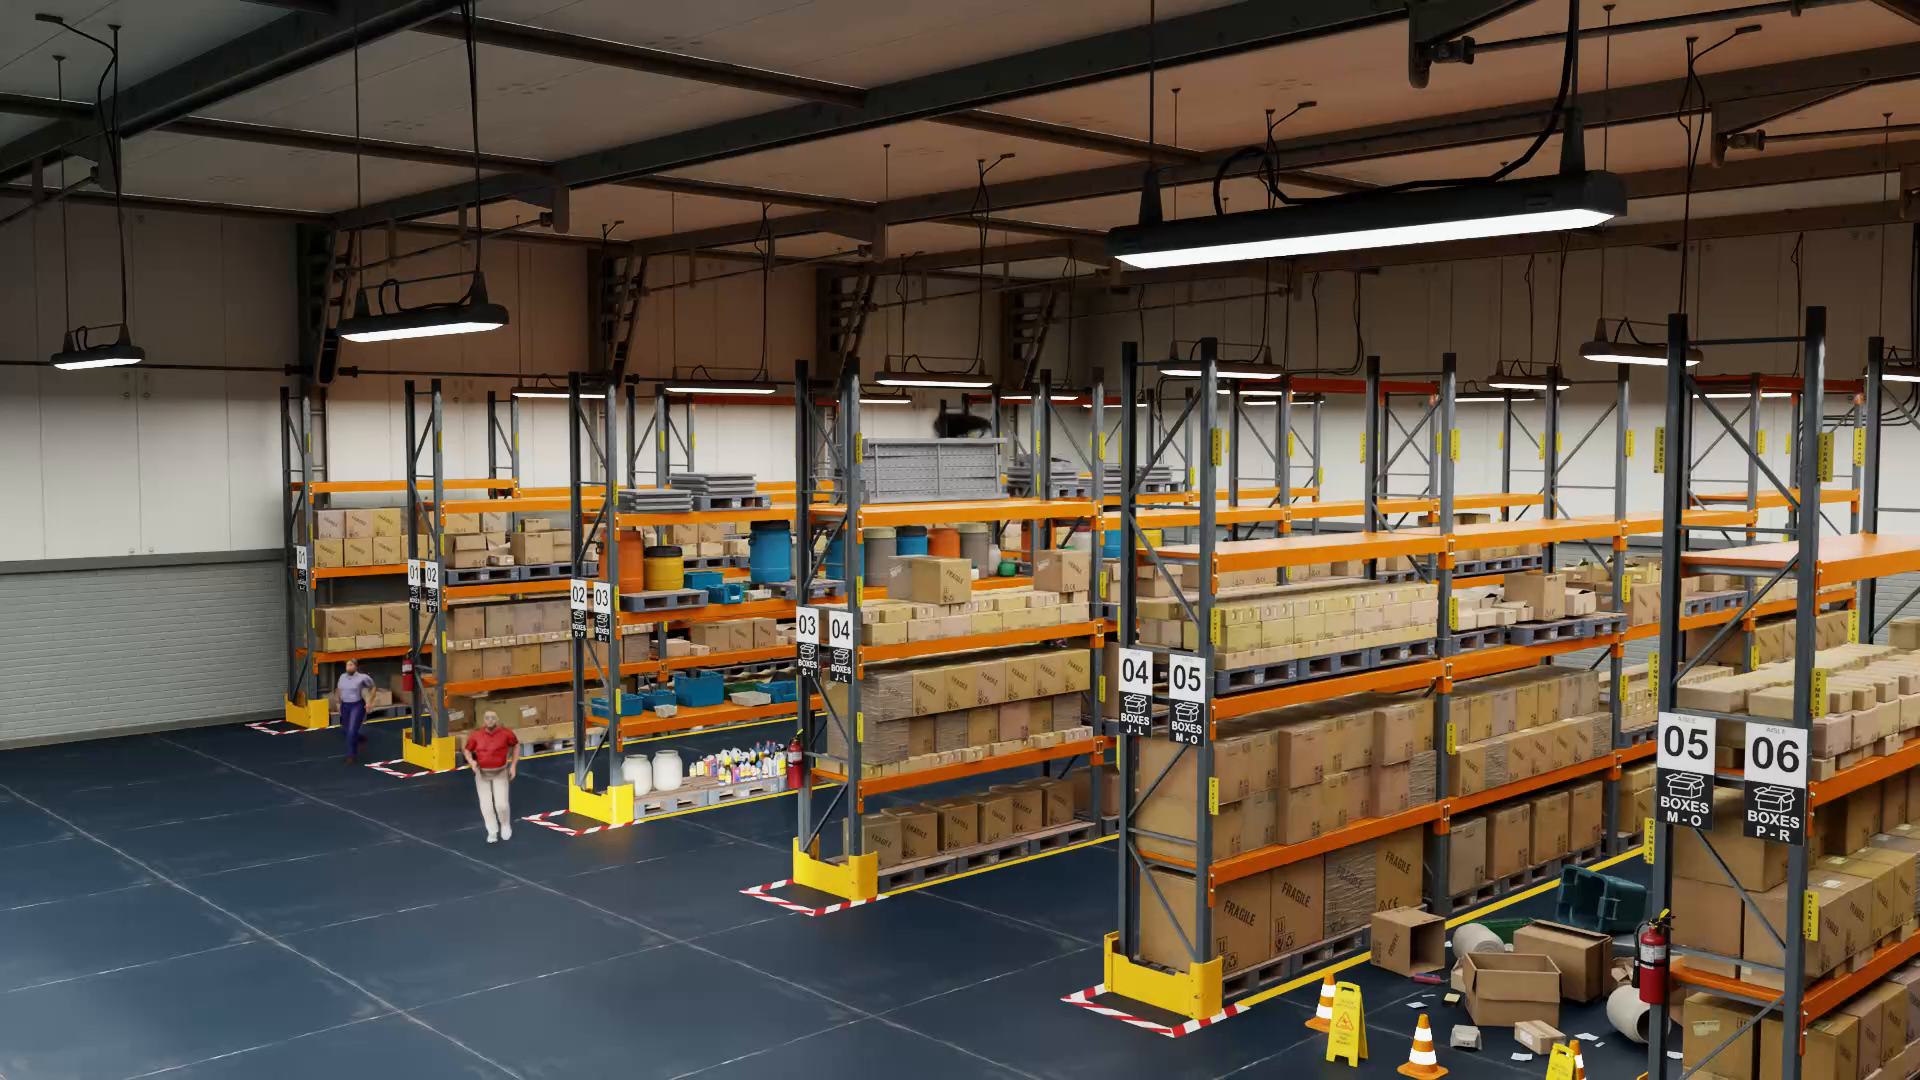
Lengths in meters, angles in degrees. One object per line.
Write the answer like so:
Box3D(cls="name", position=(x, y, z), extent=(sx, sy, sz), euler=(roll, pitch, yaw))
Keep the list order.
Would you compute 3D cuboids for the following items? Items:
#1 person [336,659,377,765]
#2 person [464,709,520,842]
Box3D(cls="person", position=(-9.578, 2.689, 26.315), extent=(0.644, 1.649, 0.769), euler=(1, 4, 12))
Box3D(cls="person", position=(-5.899, 2.979, 20.924), extent=(0.675, 1.692, 0.585), euler=(-1, 4, -9))
